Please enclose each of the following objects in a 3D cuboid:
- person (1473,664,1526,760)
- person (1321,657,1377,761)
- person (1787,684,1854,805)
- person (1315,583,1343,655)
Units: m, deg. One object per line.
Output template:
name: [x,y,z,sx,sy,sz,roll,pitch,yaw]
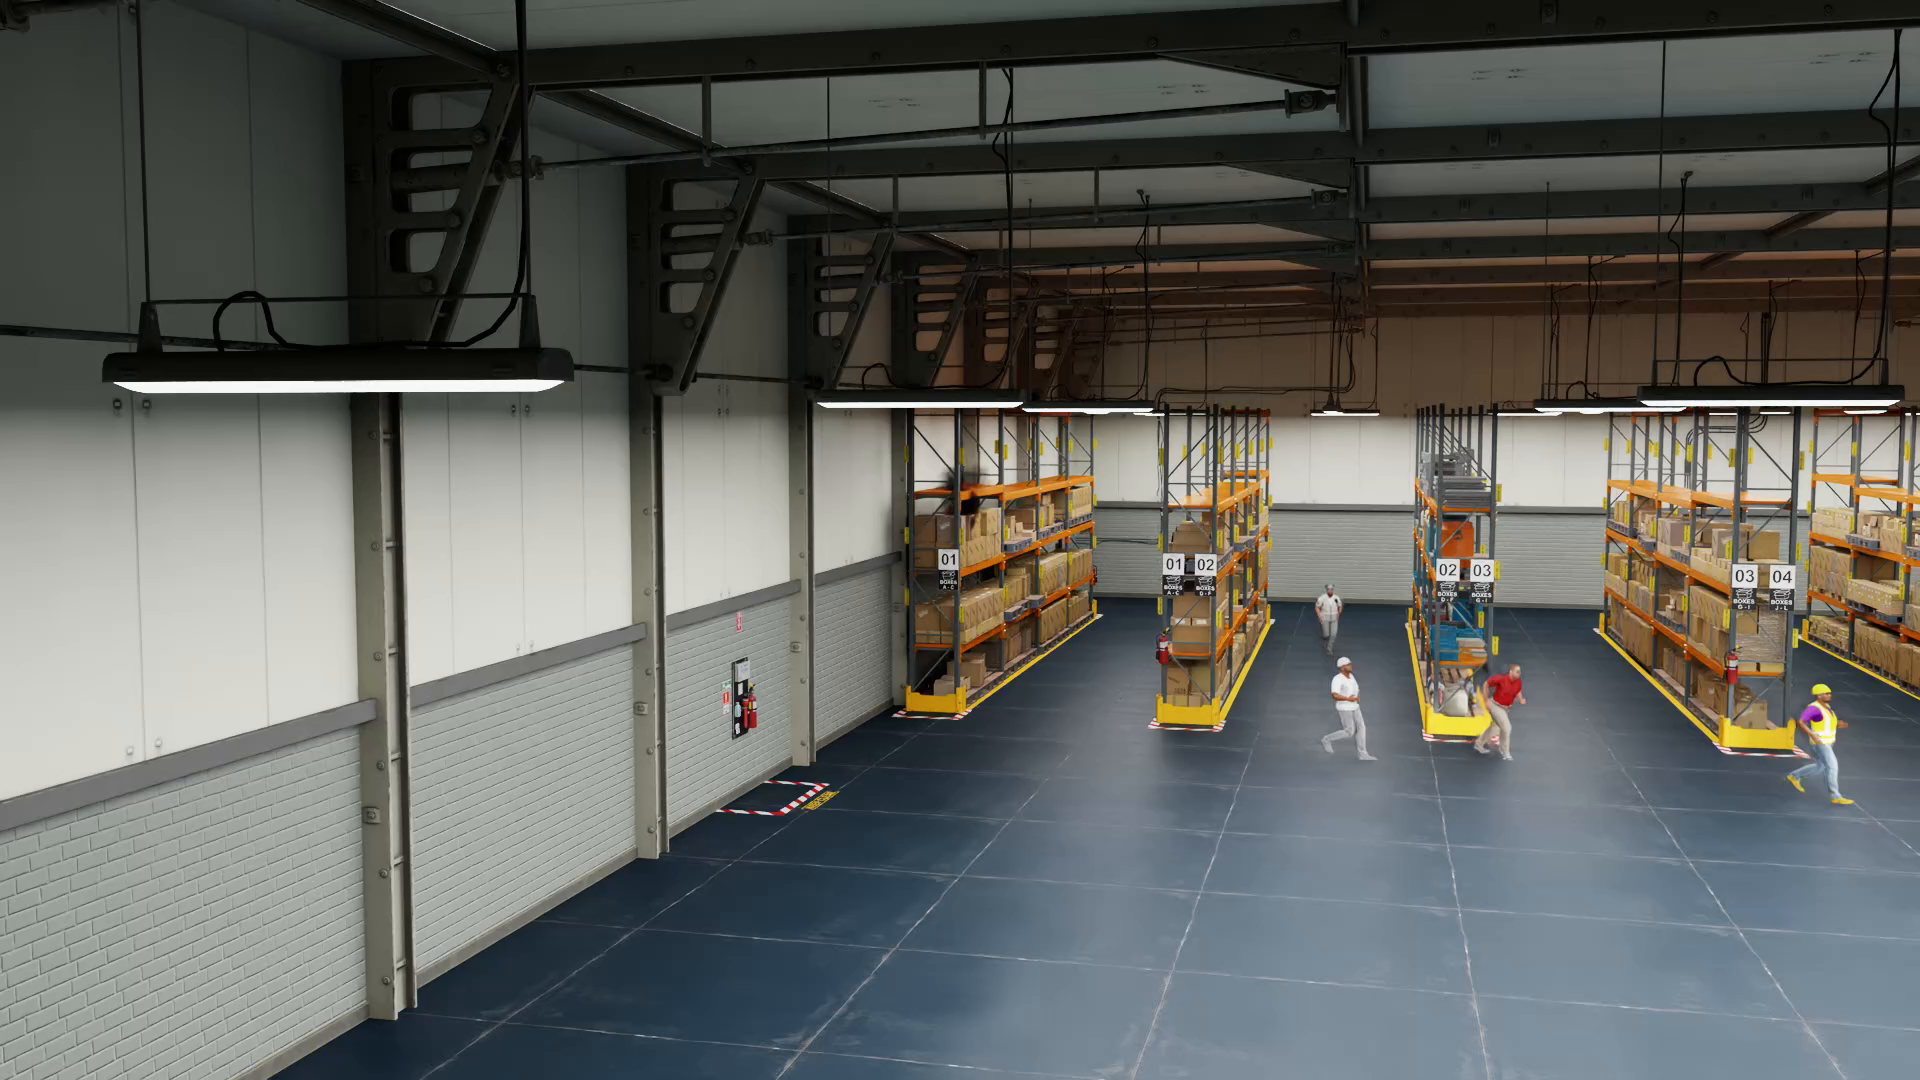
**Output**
person: [9.139,2.889,28.166,0.674,1.672,0.960,-3,5,-33]
person: [6.573,2.830,27.924,0.931,1.712,0.715,4,6,41]
person: [12.863,3.024,24.842,0.963,1.747,0.710,4,6,43]
person: [8.986,1.917,40.455,0.664,1.742,0.602,0,4,1]
